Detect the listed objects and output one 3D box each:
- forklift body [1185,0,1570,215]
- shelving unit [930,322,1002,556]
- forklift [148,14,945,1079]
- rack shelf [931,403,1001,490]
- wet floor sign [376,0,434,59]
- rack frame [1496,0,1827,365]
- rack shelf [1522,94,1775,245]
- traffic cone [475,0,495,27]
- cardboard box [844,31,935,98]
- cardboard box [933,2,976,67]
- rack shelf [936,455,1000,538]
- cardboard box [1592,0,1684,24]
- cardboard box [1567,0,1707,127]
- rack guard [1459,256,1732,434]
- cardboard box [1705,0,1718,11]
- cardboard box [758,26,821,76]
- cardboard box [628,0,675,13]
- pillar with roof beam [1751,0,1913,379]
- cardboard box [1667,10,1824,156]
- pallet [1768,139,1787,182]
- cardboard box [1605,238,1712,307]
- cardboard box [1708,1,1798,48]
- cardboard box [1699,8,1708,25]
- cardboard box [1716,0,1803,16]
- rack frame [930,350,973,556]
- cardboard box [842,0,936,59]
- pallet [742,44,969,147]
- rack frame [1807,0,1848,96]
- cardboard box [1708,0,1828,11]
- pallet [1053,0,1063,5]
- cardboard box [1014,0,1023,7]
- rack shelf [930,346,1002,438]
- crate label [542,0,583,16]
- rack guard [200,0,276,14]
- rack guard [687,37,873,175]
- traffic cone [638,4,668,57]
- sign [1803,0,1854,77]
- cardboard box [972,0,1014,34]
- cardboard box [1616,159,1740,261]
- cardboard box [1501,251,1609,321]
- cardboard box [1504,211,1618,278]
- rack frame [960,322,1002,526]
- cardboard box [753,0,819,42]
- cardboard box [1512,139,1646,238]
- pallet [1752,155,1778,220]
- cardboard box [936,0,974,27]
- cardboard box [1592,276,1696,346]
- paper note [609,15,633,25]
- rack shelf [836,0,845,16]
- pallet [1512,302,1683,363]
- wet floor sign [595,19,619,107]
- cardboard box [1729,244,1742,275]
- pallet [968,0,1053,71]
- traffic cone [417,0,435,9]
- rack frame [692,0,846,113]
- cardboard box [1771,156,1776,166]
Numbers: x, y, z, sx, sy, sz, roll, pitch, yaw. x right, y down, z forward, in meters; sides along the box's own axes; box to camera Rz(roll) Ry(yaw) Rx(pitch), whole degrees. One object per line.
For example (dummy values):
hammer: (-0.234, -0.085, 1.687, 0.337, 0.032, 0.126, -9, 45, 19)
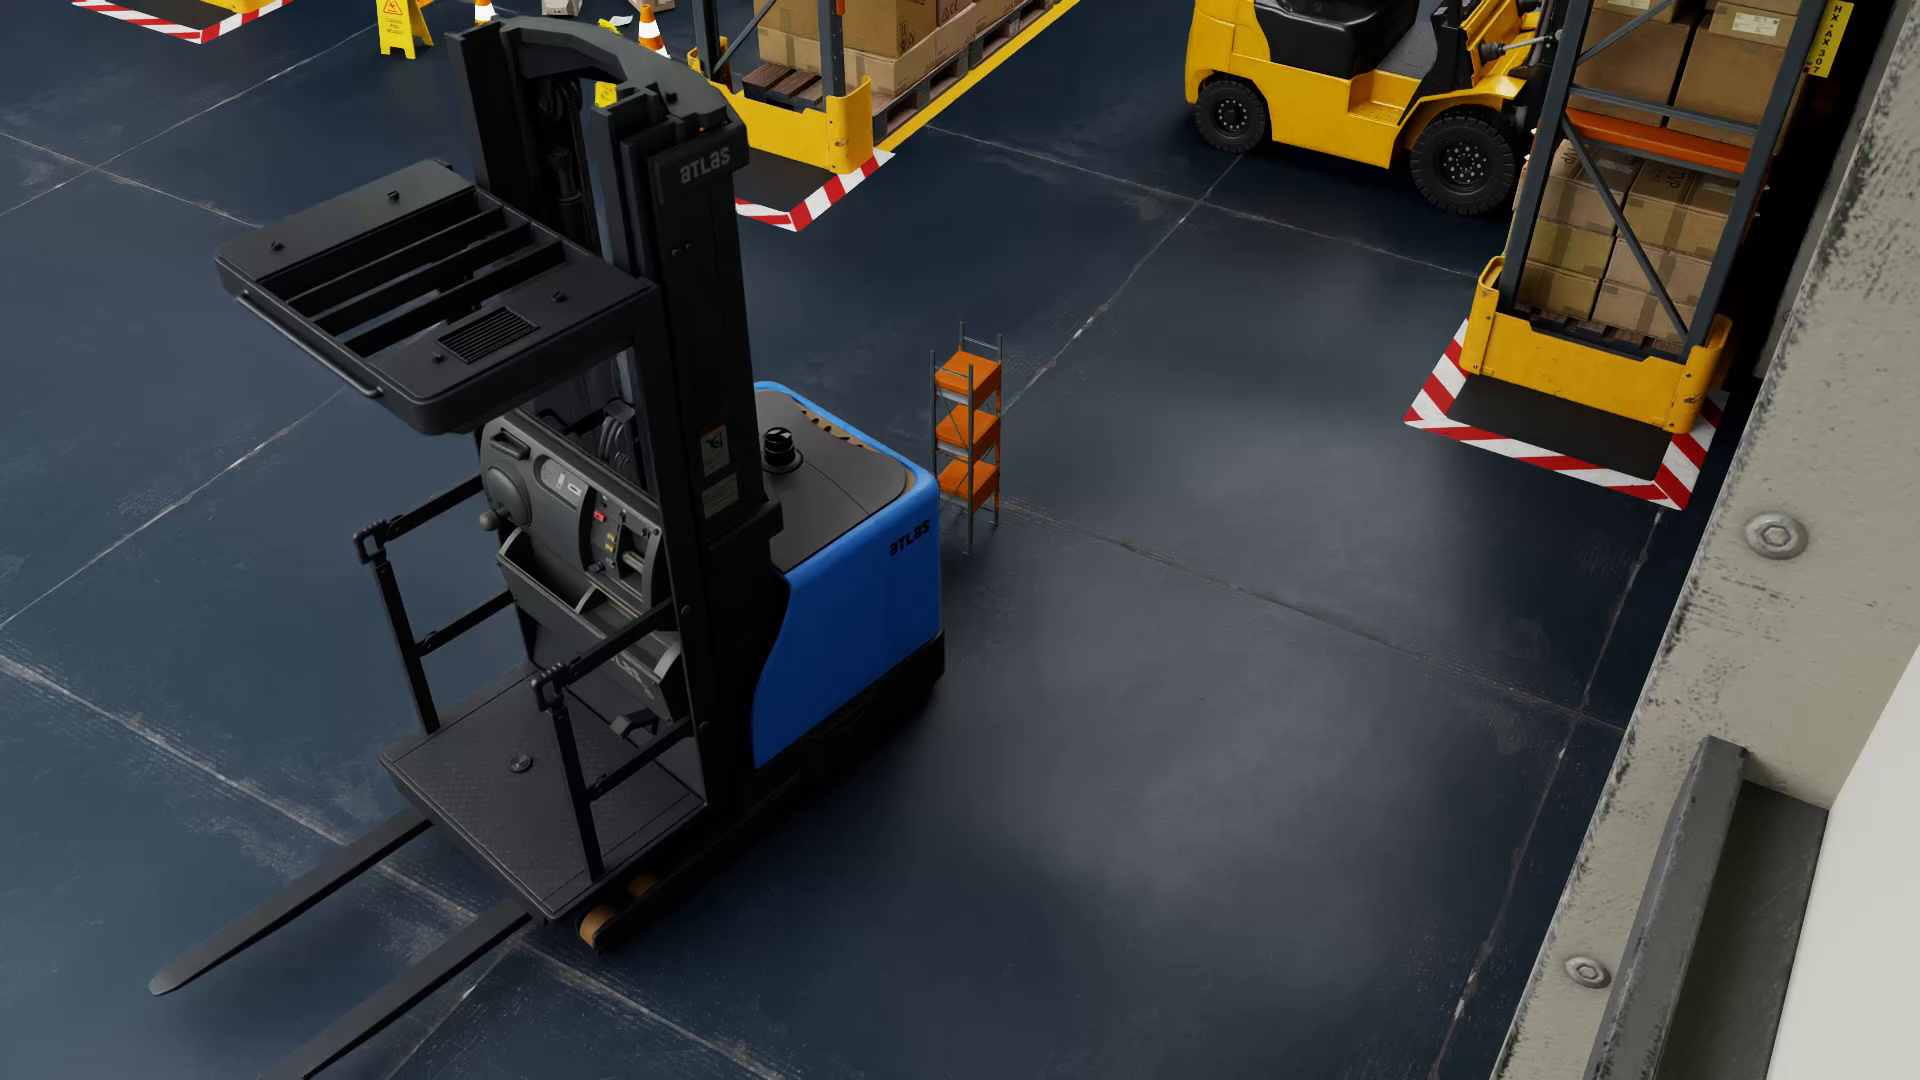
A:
forklift body: (2.529, -3.303, 9.689, 2.313, 2.155, 1.214, 21, 45, 22)
shelving unit: (0.027, -0.425, 7.253, 0.215, 1.050, 0.252, 21, 45, 22)
forklift: (-1.434, -0.029, 5.381, 1.130, 2.935, 3.031, 32, 50, 31)
rack shelf: (0.027, -0.417, 7.260, 0.215, 0.259, 0.240, 21, 45, 22)
wet floor sign: (-3.777, -3.597, 11.162, 0.267, 0.644, 0.232, 14, 43, 15)
rack frame: (3.159, -1.933, 7.491, 1.000, 3.000, 0.127, 21, 45, 22)
rack shelf: (4.160, -2.808, 9.029, 1.077, 0.370, 4.000, 21, 45, 22)
traffic cone: (-3.173, -3.466, 11.151, 0.336, 0.463, 0.334, 21, 45, 22)
cardboard box: (-0.497, -3.069, 10.543, 0.500, 0.250, 0.500, 21, 45, 22)
cardboard box: (-0.235, -3.358, 10.872, 0.500, 0.250, 0.500, 23, 46, 24)
rack shelf: (0.027, -0.208, 7.444, 0.215, 0.259, 0.240, 21, 45, 22)
cardboard box: (3.090, -2.505, 7.574, 0.380, 0.149, 0.250, 22, 46, 23)
cardboard box: (3.178, -2.339, 7.877, 0.500, 0.500, 0.500, 20, 45, 21)
rack guard: (3.147, -0.982, 8.302, 1.175, 0.500, 0.348, 21, 45, 22)
cardboard box: (3.622, -2.485, 7.551, 0.380, 0.149, 0.250, 21, 45, 22)
cardboard box: (-0.957, -3.264, 10.765, 0.500, 0.250, 0.500, 21, 45, 22)
cardboard box: (-2.234, -3.921, 11.905, 0.250, 0.149, 0.380, -21, 45, -22)
pillar with roof beam: (0.561, -5.709, 7.239, 9.100, 9.000, 0.400, 21, 45, 22)
cardboard box: (3.648, -2.163, 7.676, 0.500, 0.500, 0.500, 22, 46, 23)
pallet: (4.727, -2.735, 10.511, 1.003, 0.211, 1.213, 21, 45, 22)
cardboard box: (3.574, -1.447, 8.324, 0.500, 0.250, 0.500, 22, 46, 23)
cardboard box: (3.553, -2.323, 7.367, 0.380, 0.149, 0.250, 20, 45, 21)
cardboard box: (3.446, -2.633, 8.210, 0.500, 0.500, 0.500, 22, 46, 23)
cardboard box: (3.512, -2.448, 7.284, 0.380, 0.149, 0.250, 20, 45, 21)
rack frame: (-0.034, -0.355, 7.174, 0.200, 1.050, 0.008, 21, 45, 22)
cardboard box: (-0.486, -3.364, 10.311, 0.500, 0.500, 0.500, 19, 45, 21)
pallet: (-0.665, -3.023, 10.839, 1.003, 0.211, 1.213, 21, 45, 22)
rack frame: (5.161, -4.222, 10.090, 1.000, 3.000, 0.127, 21, 45, 22)
cardboard box: (3.889, -2.468, 8.023, 0.500, 0.500, 0.500, 22, 46, 23)
pallet: (0.556, -4.419, 12.424, 1.003, 0.211, 1.213, 21, 45, 22)
cardboard box: (0.282, -3.963, 11.559, 0.500, 0.250, 0.500, 22, 46, 23)
rack shelf: (0.027, -0.630, 7.073, 0.215, 0.259, 0.240, 21, 45, 22)
crate label: (-2.833, -3.814, 11.793, 0.250, 0.136, 0.298, 0, 41, 0)
rack guard: (-5.488, -4.200, 11.957, 1.175, 0.500, 0.348, 21, 45, 22)
rack guard: (-1.102, -2.678, 10.229, 1.175, 0.500, 0.348, 21, 45, 22)
traffic cone: (-2.042, -3.293, 10.955, 0.336, 0.463, 0.334, 21, 45, 22)
sign: (3.637, -2.101, 6.967, 0.100, 0.325, 0.005, 21, 45, 22)
cardboard box: (0.027, -3.675, 11.231, 0.500, 0.250, 0.500, 24, 47, 25)
cardboard box: (3.564, -1.647, 8.172, 0.500, 0.250, 0.500, 20, 45, 21)
cardboard box: (3.121, -1.432, 8.685, 0.500, 0.250, 0.500, 21, 46, 22)
cardboard box: (3.132, -1.629, 8.530, 0.500, 0.250, 0.500, 20, 45, 22)
rack frame: (0.088, -0.494, 7.333, 0.200, 1.050, 0.008, 21, 45, 22)
cardboard box: (-0.965, -3.525, 10.494, 0.500, 0.500, 0.500, 21, 46, 22)
cardboard box: (3.120, -1.801, 8.347, 0.500, 0.250, 0.500, 22, 46, 23)
pallet: (4.117, -2.034, 9.715, 1.003, 0.211, 1.213, 21, 45, 22)
cardboard box: (-0.228, -3.665, 10.652, 0.500, 0.500, 0.500, 19, 45, 21)
cardboard box: (3.574, -1.275, 8.507, 0.500, 0.250, 0.500, 21, 46, 22)
paper note: (-2.391, -3.658, 11.696, 0.148, 0.019, 0.142, 7, 42, 8)
rack shelf: (-0.139, -4.447, 10.890, 1.077, 0.370, 4.000, 21, 45, 22)
pallet: (3.506, -1.338, 8.926, 1.003, 0.211, 1.213, 21, 45, 22)
wet floor sign: (-2.162, -2.934, 10.410, 0.232, 0.644, 0.267, -29, 49, -29)
cardboard box: (3.850, -1.555, 8.825, 0.500, 0.250, 0.500, 21, 46, 22)
pallet: (-0.054, -3.718, 11.628, 1.003, 0.211, 1.213, 21, 45, 22)
traffic cone: (-3.981, -4.034, 11.797, 0.336, 0.463, 0.334, 21, 45, 22)
rack frame: (-1.140, -3.573, 9.353, 1.000, 3.000, 0.127, 21, 45, 22)
cardboard box: (4.589, -2.426, 9.814, 0.500, 0.250, 0.500, 21, 46, 22)
